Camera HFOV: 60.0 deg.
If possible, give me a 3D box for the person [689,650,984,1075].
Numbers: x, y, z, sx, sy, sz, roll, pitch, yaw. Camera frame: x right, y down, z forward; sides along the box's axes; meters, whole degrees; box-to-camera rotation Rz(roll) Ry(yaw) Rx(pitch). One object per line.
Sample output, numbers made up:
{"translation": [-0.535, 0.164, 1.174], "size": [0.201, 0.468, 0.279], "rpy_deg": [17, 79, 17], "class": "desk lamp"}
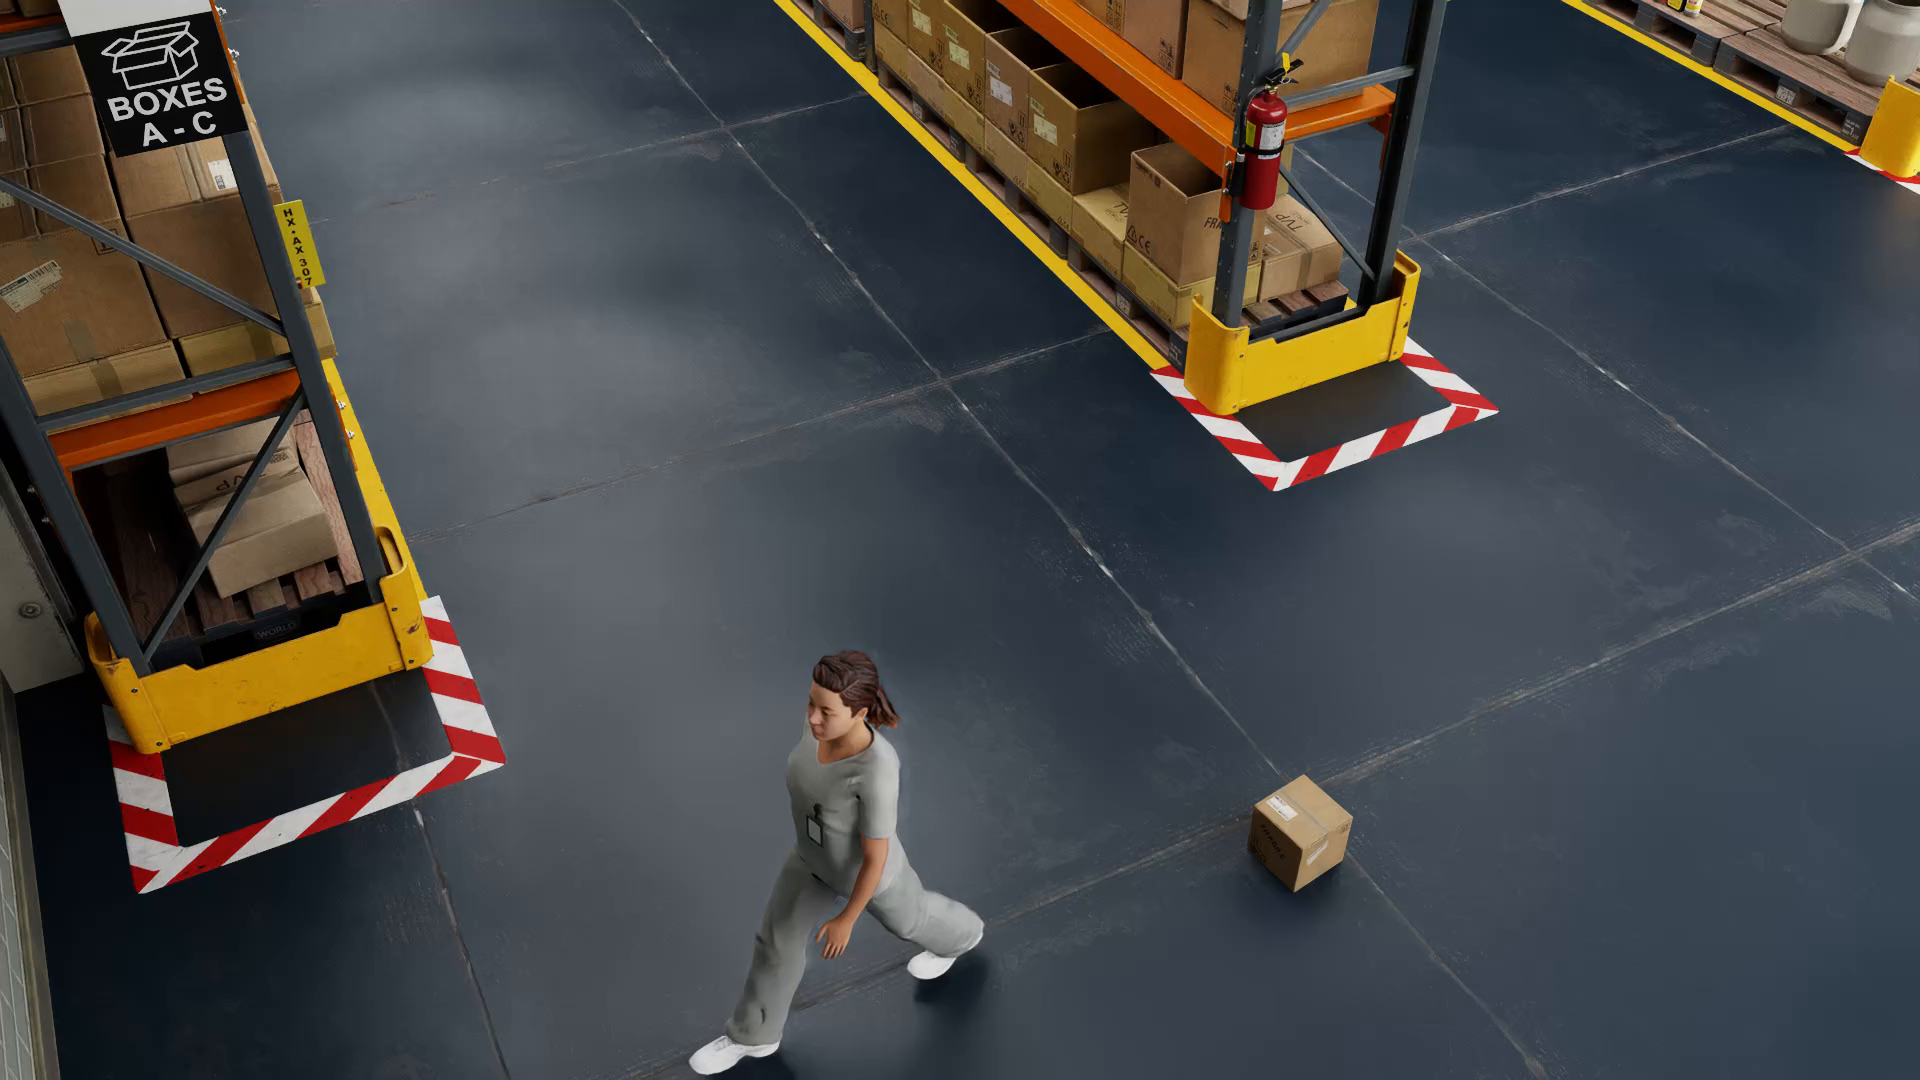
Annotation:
{"translation": [-0.375, 0.981, 5.048], "size": [1.062, 1.606, 0.471], "rpy_deg": [-31, 50, -30], "class": "person"}
